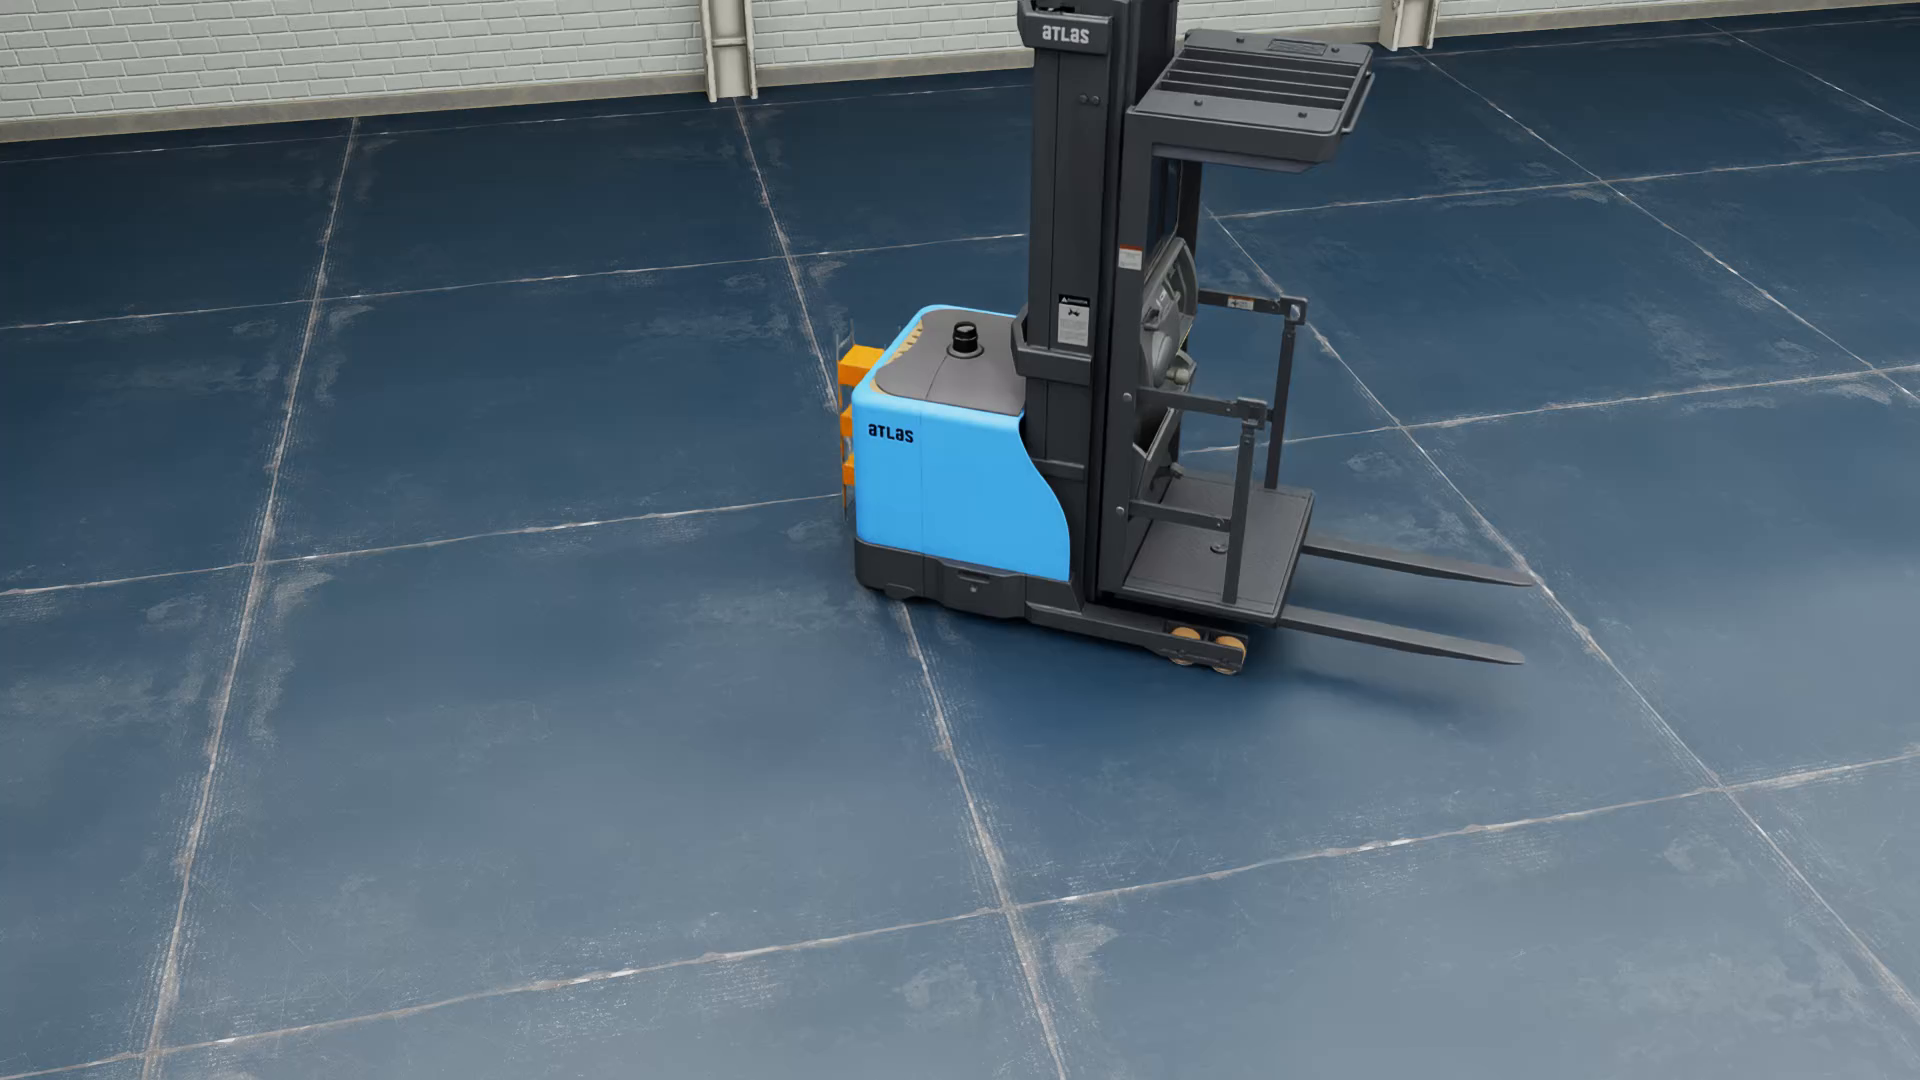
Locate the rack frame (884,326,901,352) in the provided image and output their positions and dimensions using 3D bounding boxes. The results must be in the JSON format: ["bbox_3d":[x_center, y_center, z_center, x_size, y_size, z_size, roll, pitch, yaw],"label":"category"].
[{"bbox_3d":[-0.317,-0.526,8.091,0.008,1.050,0.200,11,35,16],"label":"rack frame"}]

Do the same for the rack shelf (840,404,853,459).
[{"bbox_3d":[-0.432,-0.540,8.131,0.240,0.259,0.215,11,35,16],"label":"rack shelf"}]

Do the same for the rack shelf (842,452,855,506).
[{"bbox_3d":[-0.432,-0.309,8.286,0.240,0.259,0.215,11,35,16],"label":"rack shelf"}]

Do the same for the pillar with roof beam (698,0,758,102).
[{"bbox_3d":[-0.935,-5.083,7.749,0.400,9.000,9.100,-7,35,-11],"label":"pillar with roof beam"}]

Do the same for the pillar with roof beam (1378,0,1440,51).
[{"bbox_3d":[4.917,-5.821,8.848,0.400,9.000,9.100,-7,35,-11],"label":"pillar with roof beam"}]

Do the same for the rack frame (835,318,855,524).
[{"bbox_3d":[-0.547,-0.571,8.159,0.008,1.050,0.200,11,35,16],"label":"rack frame"}]

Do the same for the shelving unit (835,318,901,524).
[{"bbox_3d":[-0.432,-0.548,8.125,0.252,1.050,0.215,11,35,16],"label":"shelving unit"}]

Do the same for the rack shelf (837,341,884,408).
[{"bbox_3d":[-0.432,-0.775,7.973,0.240,0.259,0.215,11,35,16],"label":"rack shelf"}]

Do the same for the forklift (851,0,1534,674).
[{"bbox_3d":[1.079,-0.959,7.048,3.031,2.935,1.130,11,35,16],"label":"forklift"}]
